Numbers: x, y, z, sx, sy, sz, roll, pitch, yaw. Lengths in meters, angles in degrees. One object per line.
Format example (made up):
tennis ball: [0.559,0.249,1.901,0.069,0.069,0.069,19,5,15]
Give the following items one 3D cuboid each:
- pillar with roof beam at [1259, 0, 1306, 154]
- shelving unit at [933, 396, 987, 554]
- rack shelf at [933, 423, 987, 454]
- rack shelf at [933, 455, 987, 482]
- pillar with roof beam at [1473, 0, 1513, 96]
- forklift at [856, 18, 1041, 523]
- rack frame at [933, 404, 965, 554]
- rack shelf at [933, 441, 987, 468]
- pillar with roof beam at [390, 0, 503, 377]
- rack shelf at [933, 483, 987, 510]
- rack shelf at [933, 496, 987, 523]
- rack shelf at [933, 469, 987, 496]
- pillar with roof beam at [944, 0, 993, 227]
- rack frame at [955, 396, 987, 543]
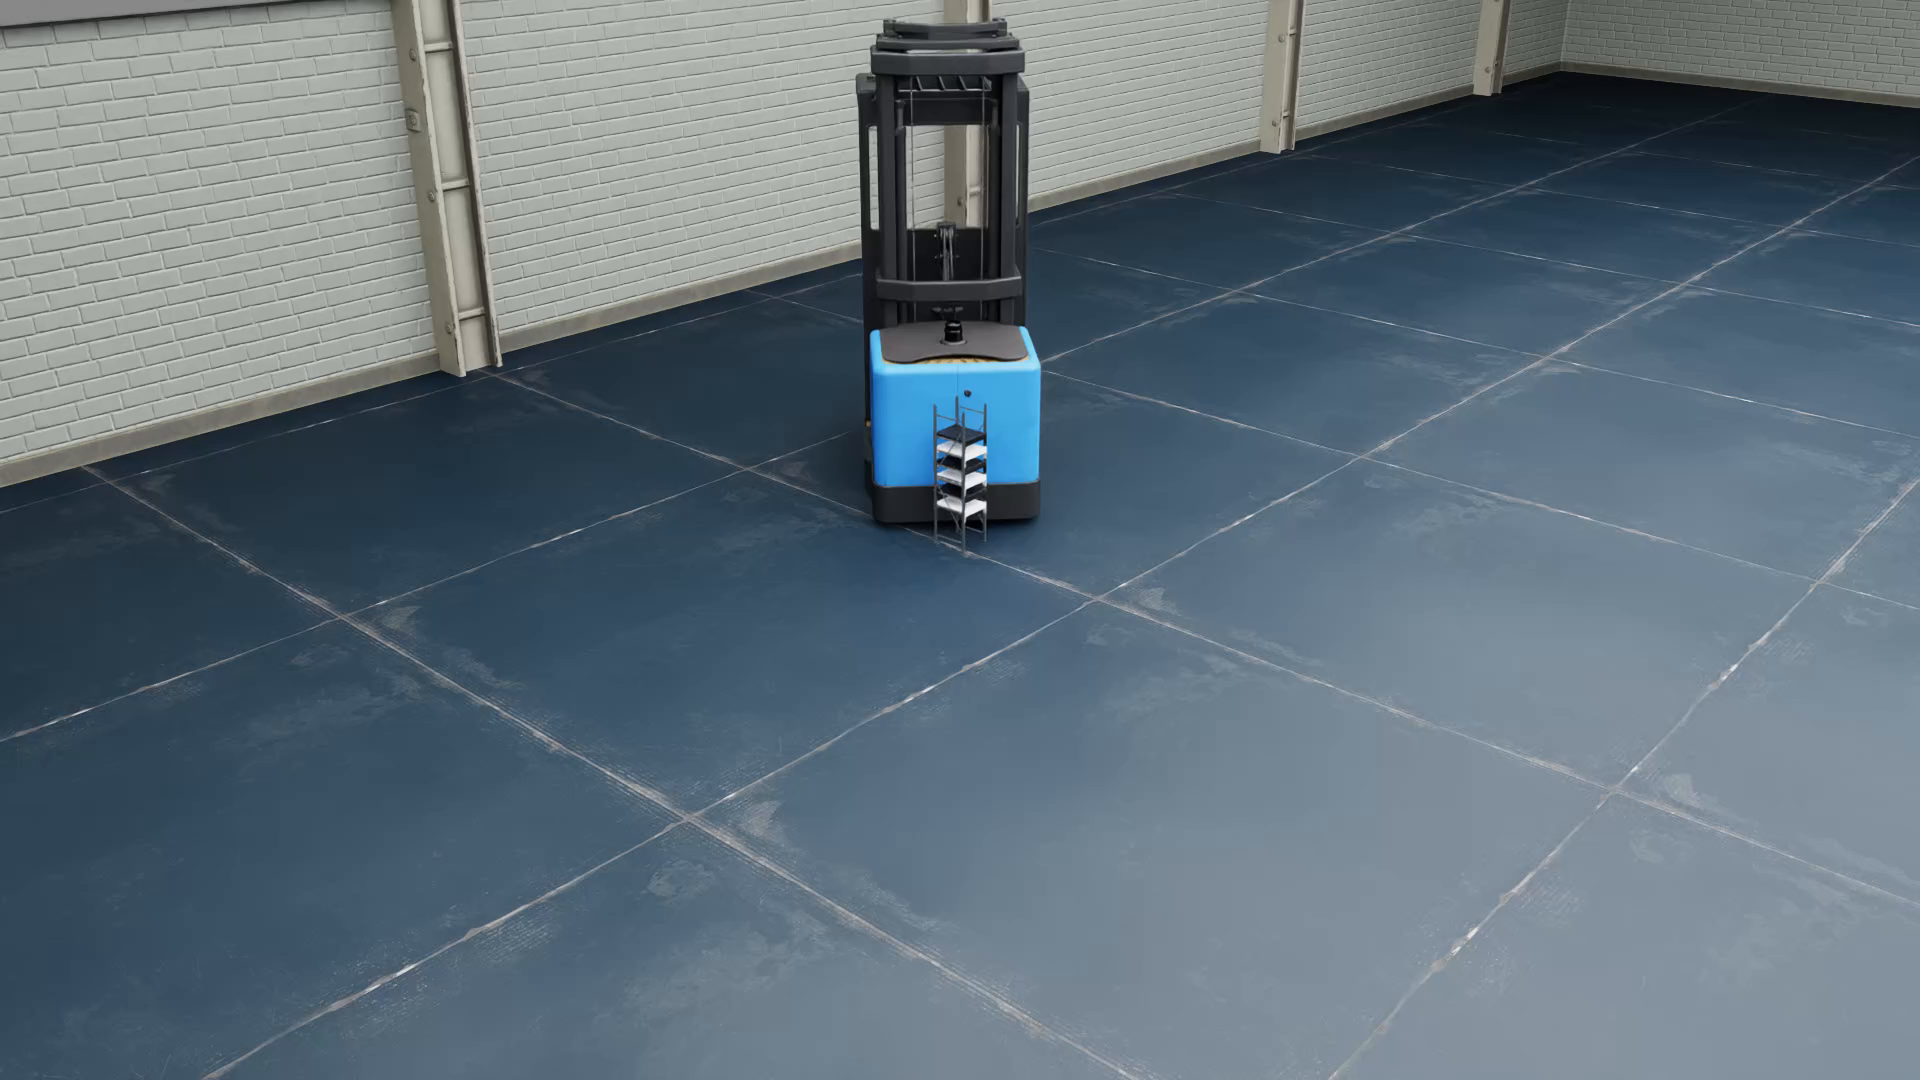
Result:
pillar with roof beam: [7.291,-7.973,17.033,9.100,9.000,0.400,20,31,38]
shelving unit: [0.001,-0.392,10.025,0.258,0.900,0.210,19,30,36]
rack shelf: [0.001,-0.608,9.928,0.258,0.077,0.200,19,30,36]
rack shelf: [0.001,-0.444,10.002,0.258,0.077,0.200,19,30,36]
pillar with roof beam: [11.296,-9.801,21.111,9.100,9.000,0.400,20,31,38]
forklift: [-0.123,-2.009,11.149,1.130,2.935,3.031,-2,24,-4]
rack frame: [-0.064,-0.360,9.954,0.240,0.900,0.006,19,30,36]
rack shelf: [0.001,-0.526,9.965,0.258,0.077,0.200,19,30,36]
pillar with roof beam: [-0.718,-4.317,8.879,9.100,9.000,0.400,20,31,38]
rack shelf: [0.001,-0.280,10.075,0.258,0.077,0.200,19,30,36]
rack shelf: [0.001,-0.198,10.112,0.258,0.077,0.200,19,30,36]
rack shelf: [0.001,-0.362,10.038,0.258,0.077,0.200,19,30,36]
pillar with roof beam: [3.287,-6.145,12.956,9.100,9.000,0.400,20,31,38]
rack frame: [0.066,-0.424,10.096,0.240,0.900,0.006,19,30,36]
